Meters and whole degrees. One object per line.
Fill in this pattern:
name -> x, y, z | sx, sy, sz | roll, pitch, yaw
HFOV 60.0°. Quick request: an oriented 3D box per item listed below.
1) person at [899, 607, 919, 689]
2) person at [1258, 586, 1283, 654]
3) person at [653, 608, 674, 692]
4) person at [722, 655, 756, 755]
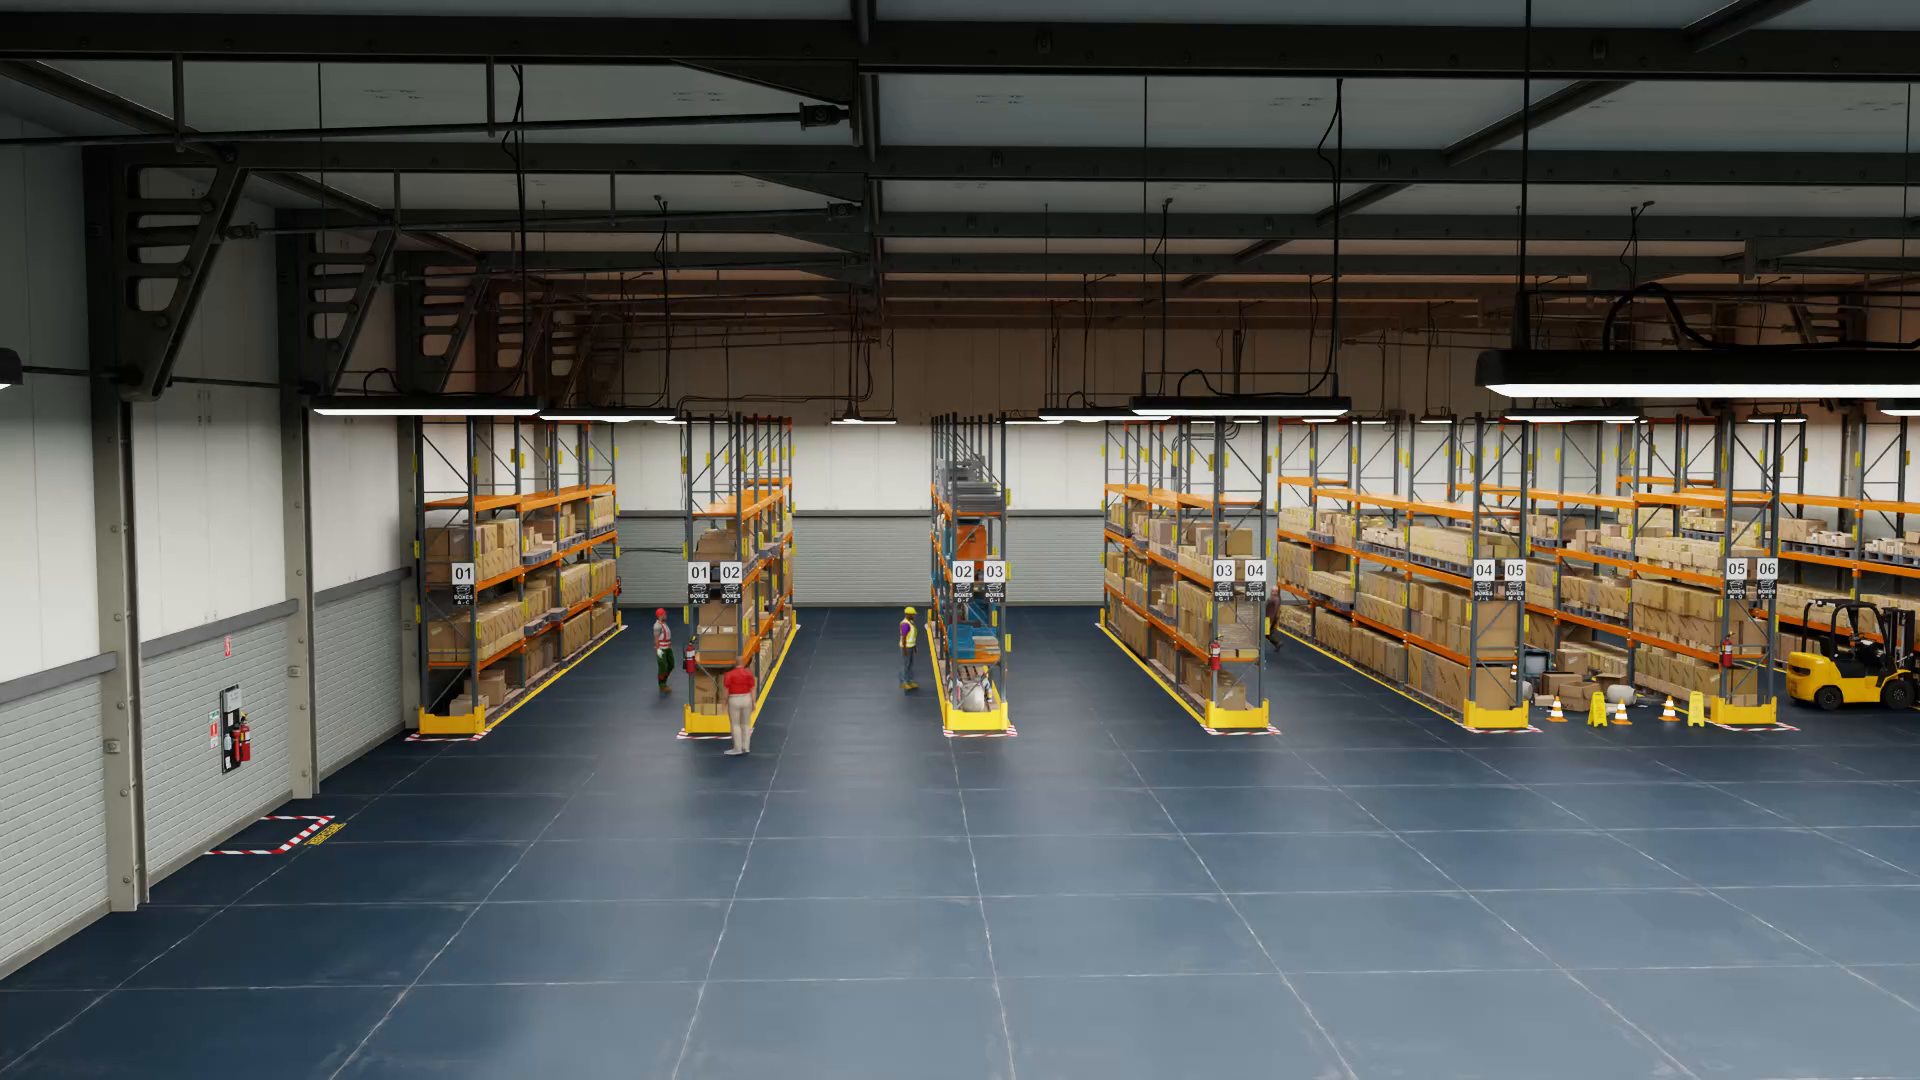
person -> -1.113, 2.354, 36.420 | 0.422, 1.785, 0.592 | 1, 4, 14
person -> 7.755, 2.019, 41.851 | 0.752, 1.735, 0.633 | 1, 4, 9
person -> -6.436, 2.376, 36.124 | 0.517, 1.794, 0.620 | 2, 4, 21
person -> -3.866, 2.884, 29.103 | 0.587, 1.746, 0.402 | -1, 4, -20
